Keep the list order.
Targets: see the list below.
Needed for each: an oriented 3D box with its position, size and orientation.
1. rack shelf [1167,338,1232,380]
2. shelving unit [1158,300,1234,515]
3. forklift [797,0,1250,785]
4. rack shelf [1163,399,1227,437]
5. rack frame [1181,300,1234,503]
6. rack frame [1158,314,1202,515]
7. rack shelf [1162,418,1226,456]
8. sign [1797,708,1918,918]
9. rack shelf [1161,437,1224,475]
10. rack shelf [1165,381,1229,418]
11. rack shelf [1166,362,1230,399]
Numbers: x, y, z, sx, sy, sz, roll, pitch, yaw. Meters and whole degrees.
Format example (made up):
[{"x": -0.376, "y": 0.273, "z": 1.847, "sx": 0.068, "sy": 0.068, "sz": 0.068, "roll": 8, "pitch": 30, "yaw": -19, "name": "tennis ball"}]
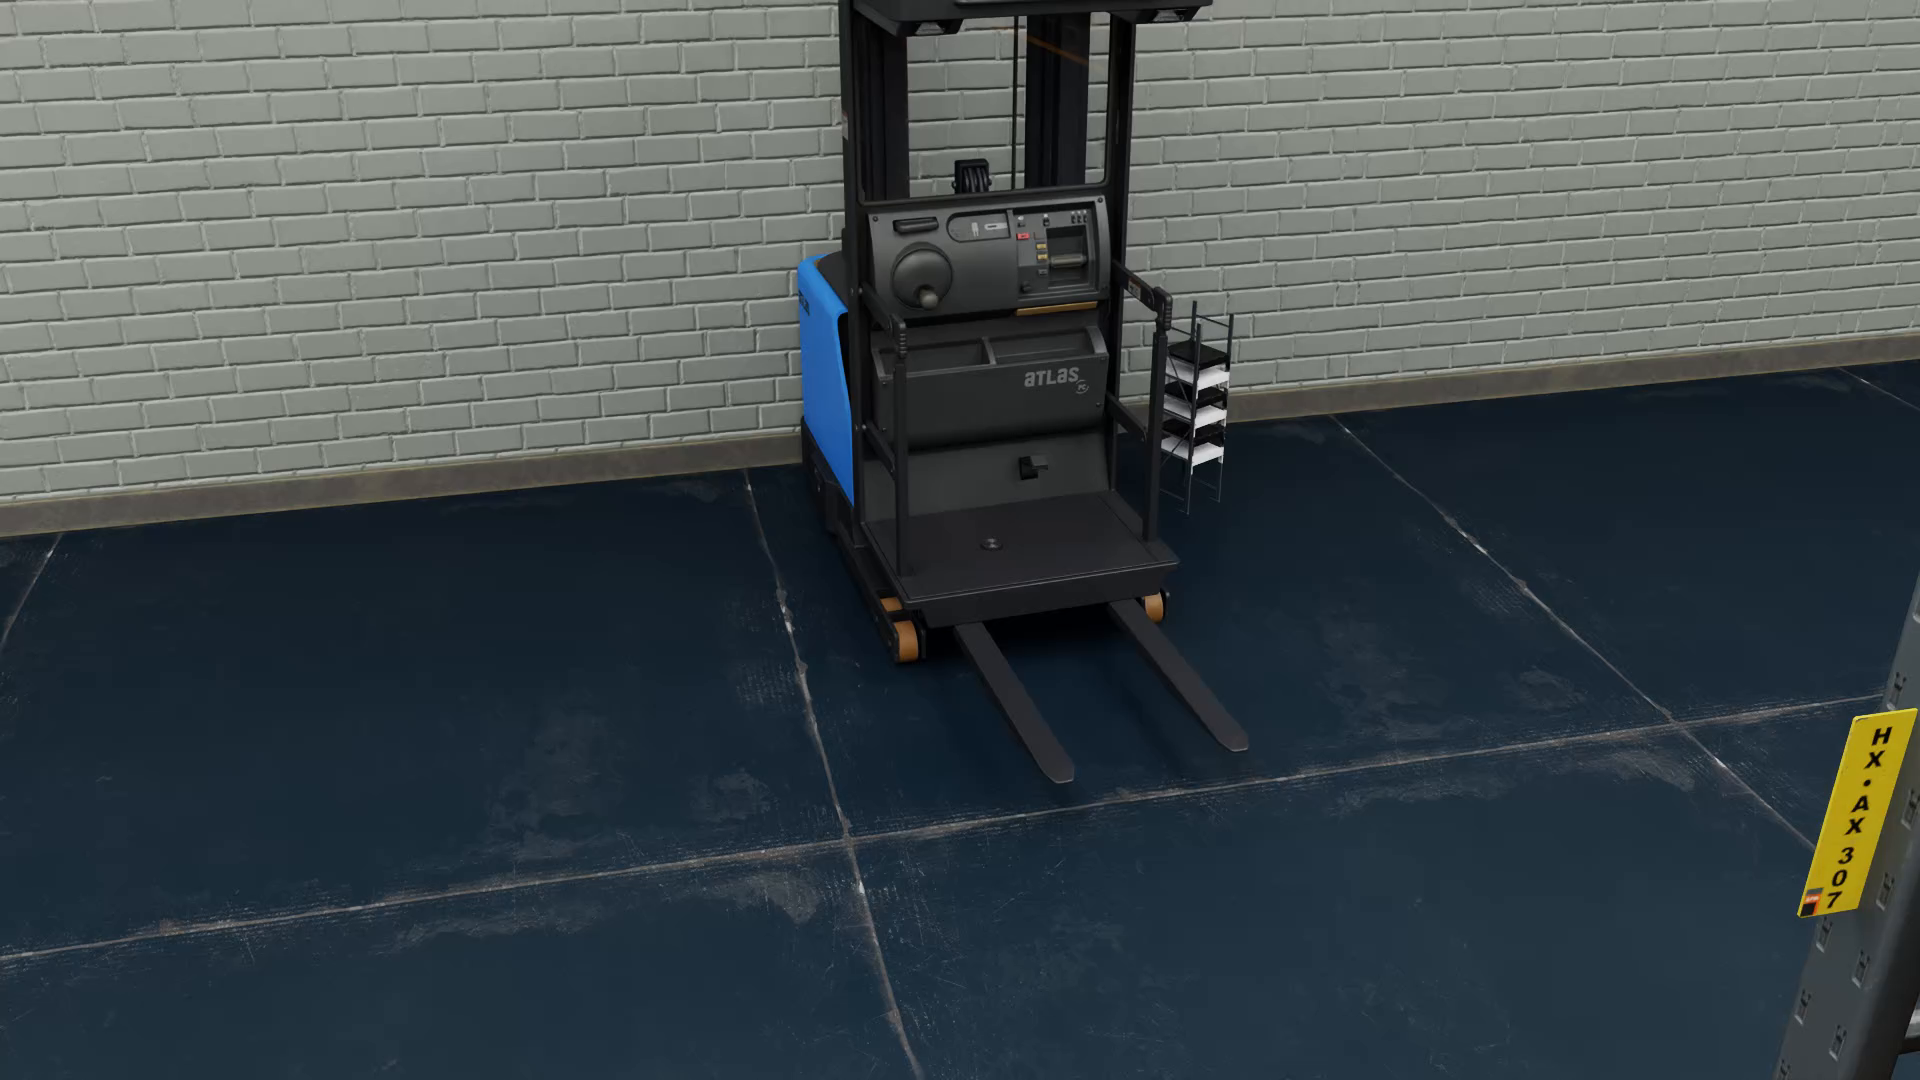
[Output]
[{"x": 1.028, "y": -0.798, "z": 7.306, "sx": 0.200, "sy": 0.077, "sz": 0.258, "roll": -20, "pitch": 33, "yaw": -34, "name": "rack shelf"}, {"x": 1.028, "y": -0.586, "z": 7.413, "sx": 0.210, "sy": 0.900, "sz": 0.258, "roll": -20, "pitch": 33, "yaw": -34, "name": "shelving unit"}, {"x": 0.182, "y": -1.039, "z": 6.055, "sx": 1.130, "sy": 2.935, "sz": 3.031, "roll": -8, "pitch": 28, "yaw": -15, "name": "forklift"}, {"x": 1.028, "y": -0.556, "z": 7.428, "sx": 0.200, "sy": 0.077, "sz": 0.258, "roll": -20, "pitch": 33, "yaw": -34, "name": "rack shelf"}, {"x": 1.107, "y": -0.615, "z": 7.470, "sx": 0.006, "sy": 0.900, "sz": 0.240, "roll": -20, "pitch": 33, "yaw": -34, "name": "rack frame"}, {"x": 0.949, "y": -0.557, "z": 7.355, "sx": 0.006, "sy": 0.900, "sz": 0.240, "roll": -20, "pitch": 33, "yaw": -34, "name": "rack frame"}, {"x": 1.028, "y": -0.476, "z": 7.468, "sx": 0.200, "sy": 0.077, "sz": 0.258, "roll": -20, "pitch": 33, "yaw": -34, "name": "rack shelf"}, {"x": 1.203, "y": 0.370, "z": 2.228, "sx": 0.100, "sy": 0.325, "sz": 0.005, "roll": -6, "pitch": 27, "yaw": -12, "name": "sign"}, {"x": 1.028, "y": -0.396, "z": 7.509, "sx": 0.200, "sy": 0.077, "sz": 0.258, "roll": -20, "pitch": 33, "yaw": -34, "name": "rack shelf"}, {"x": 1.028, "y": -0.637, "z": 7.387, "sx": 0.200, "sy": 0.077, "sz": 0.258, "roll": -20, "pitch": 33, "yaw": -34, "name": "rack shelf"}, {"x": 1.028, "y": -0.717, "z": 7.347, "sx": 0.200, "sy": 0.077, "sz": 0.258, "roll": -20, "pitch": 33, "yaw": -34, "name": "rack shelf"}]
